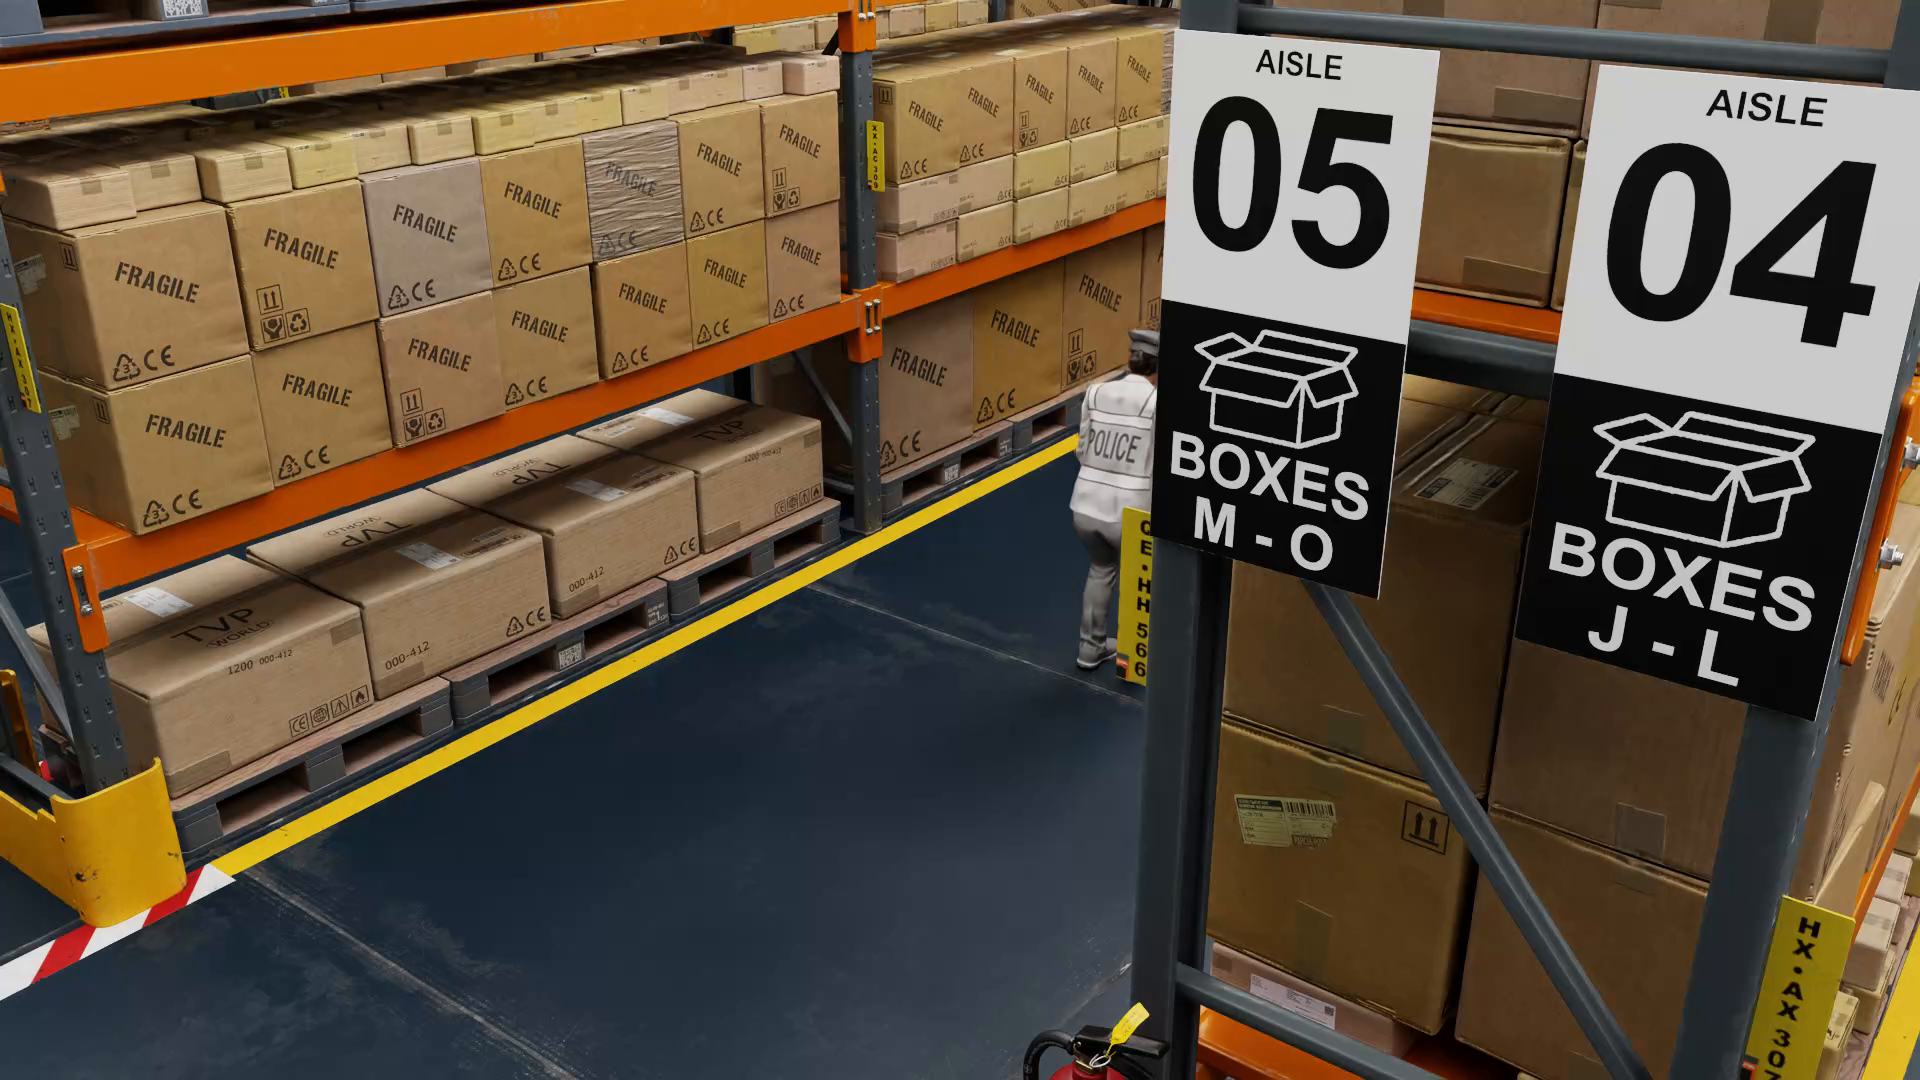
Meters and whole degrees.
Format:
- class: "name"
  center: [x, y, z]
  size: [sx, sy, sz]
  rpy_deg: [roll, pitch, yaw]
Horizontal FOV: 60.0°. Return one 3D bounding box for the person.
- class: "person"
  center: [0.711, -0.146, 7.151]
  size: [0.529, 1.501, 0.613]
  rpy_deg: [17, 29, 34]
